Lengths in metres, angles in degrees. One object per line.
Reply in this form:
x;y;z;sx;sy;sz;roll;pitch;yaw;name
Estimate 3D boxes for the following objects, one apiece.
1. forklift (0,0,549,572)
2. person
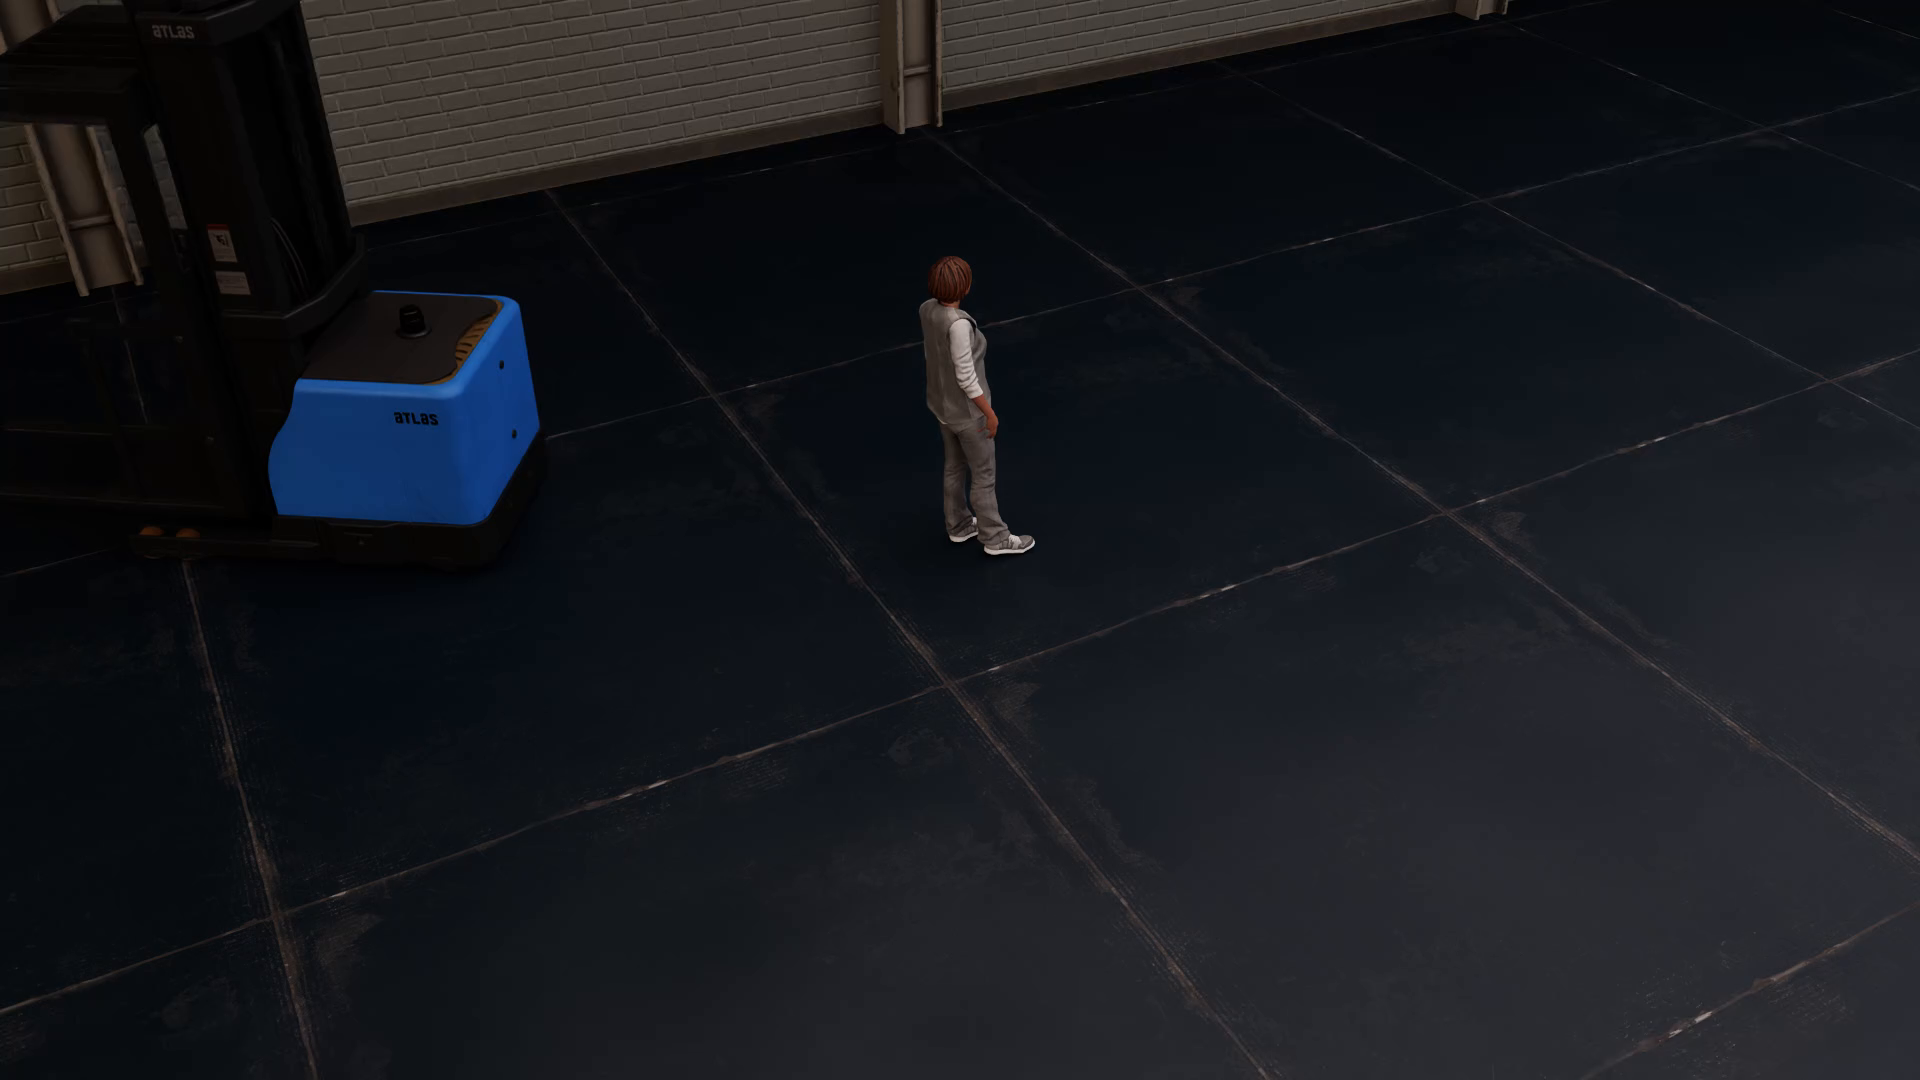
-3.804;-1.388;8.087;3.031;2.935;1.130;3;35;5;forklift
0.073;-0.671;8.215;0.473;1.599;0.520;-17;39;-23;person
